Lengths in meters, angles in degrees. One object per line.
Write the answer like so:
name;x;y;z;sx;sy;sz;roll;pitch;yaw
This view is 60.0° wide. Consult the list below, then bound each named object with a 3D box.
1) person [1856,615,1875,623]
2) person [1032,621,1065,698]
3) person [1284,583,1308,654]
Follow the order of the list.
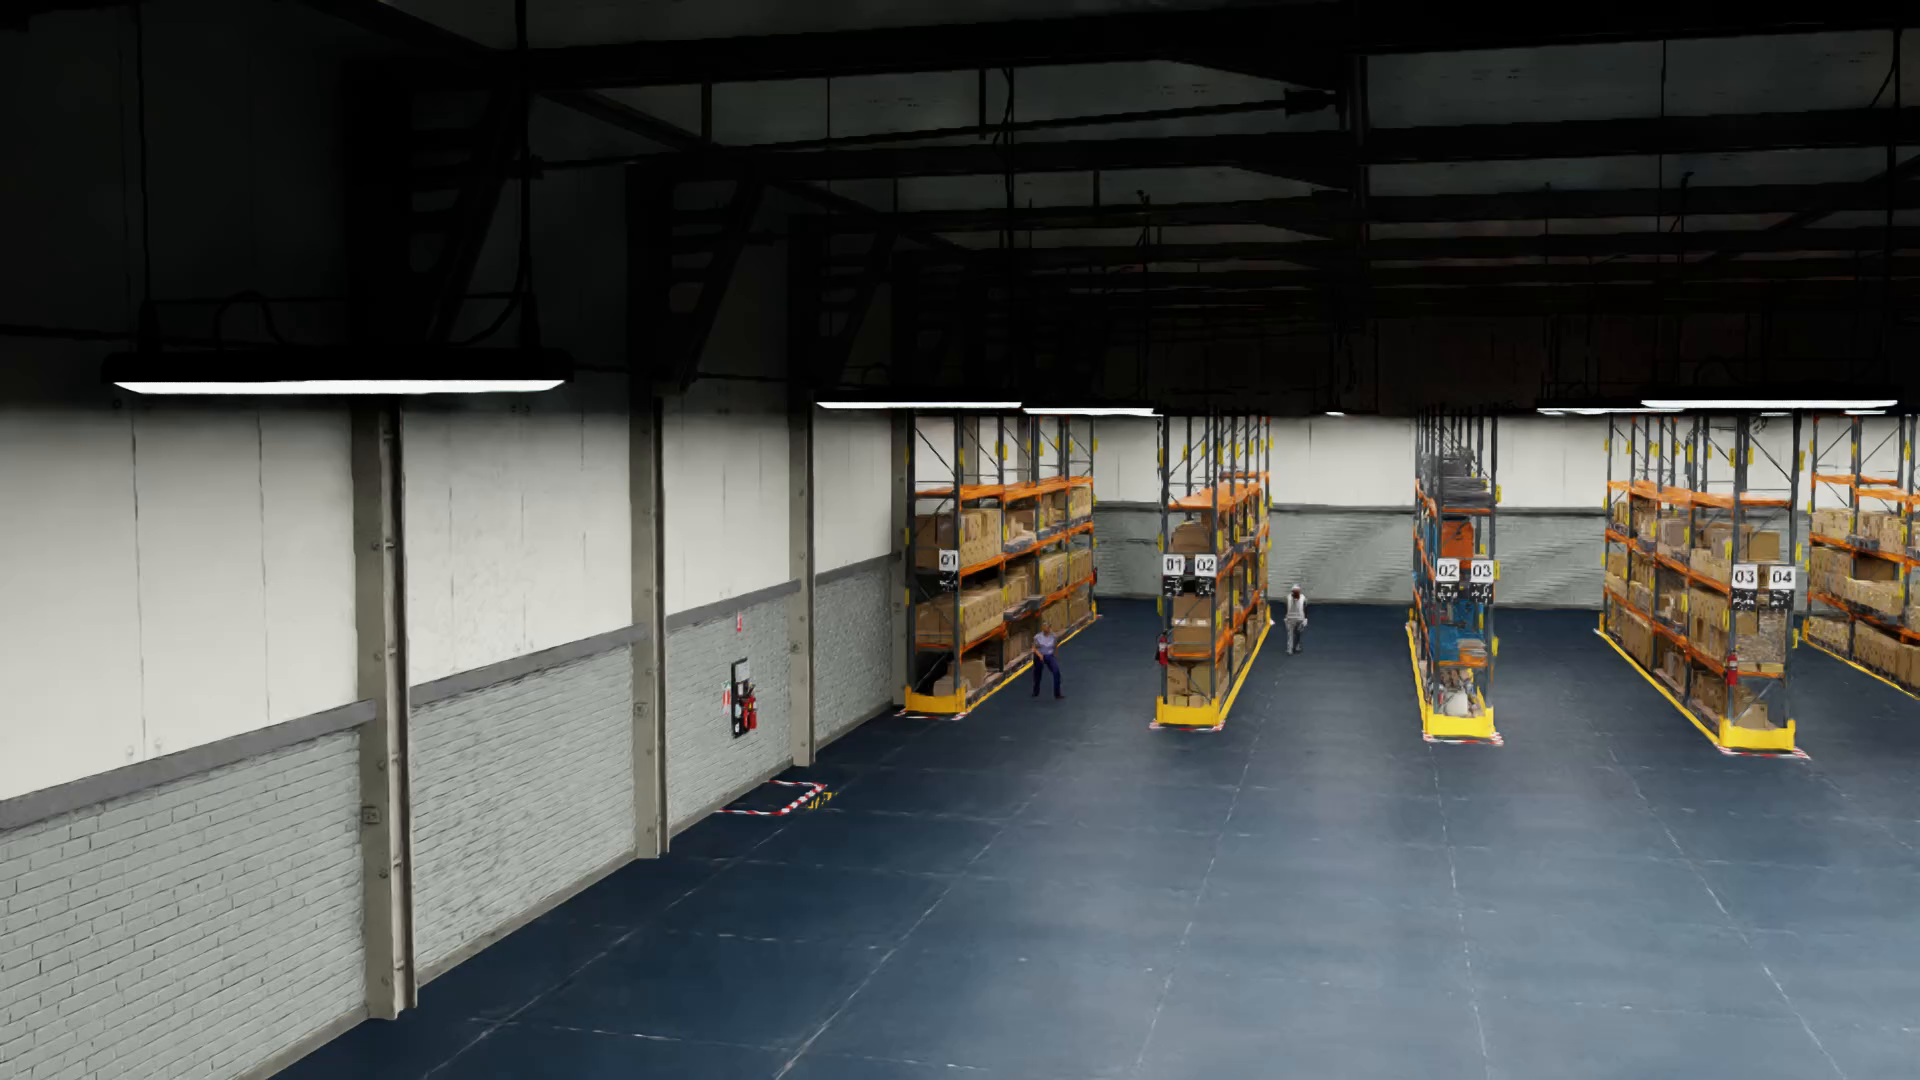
person;24.484;1.627;44.942;0.613;1.660;0.498;-1;4;-19
person;1.781;2.442;34.139;0.653;1.586;0.771;-1;4;-7
person;8.196;1.904;40.567;0.563;1.706;1.127;1;4;12
